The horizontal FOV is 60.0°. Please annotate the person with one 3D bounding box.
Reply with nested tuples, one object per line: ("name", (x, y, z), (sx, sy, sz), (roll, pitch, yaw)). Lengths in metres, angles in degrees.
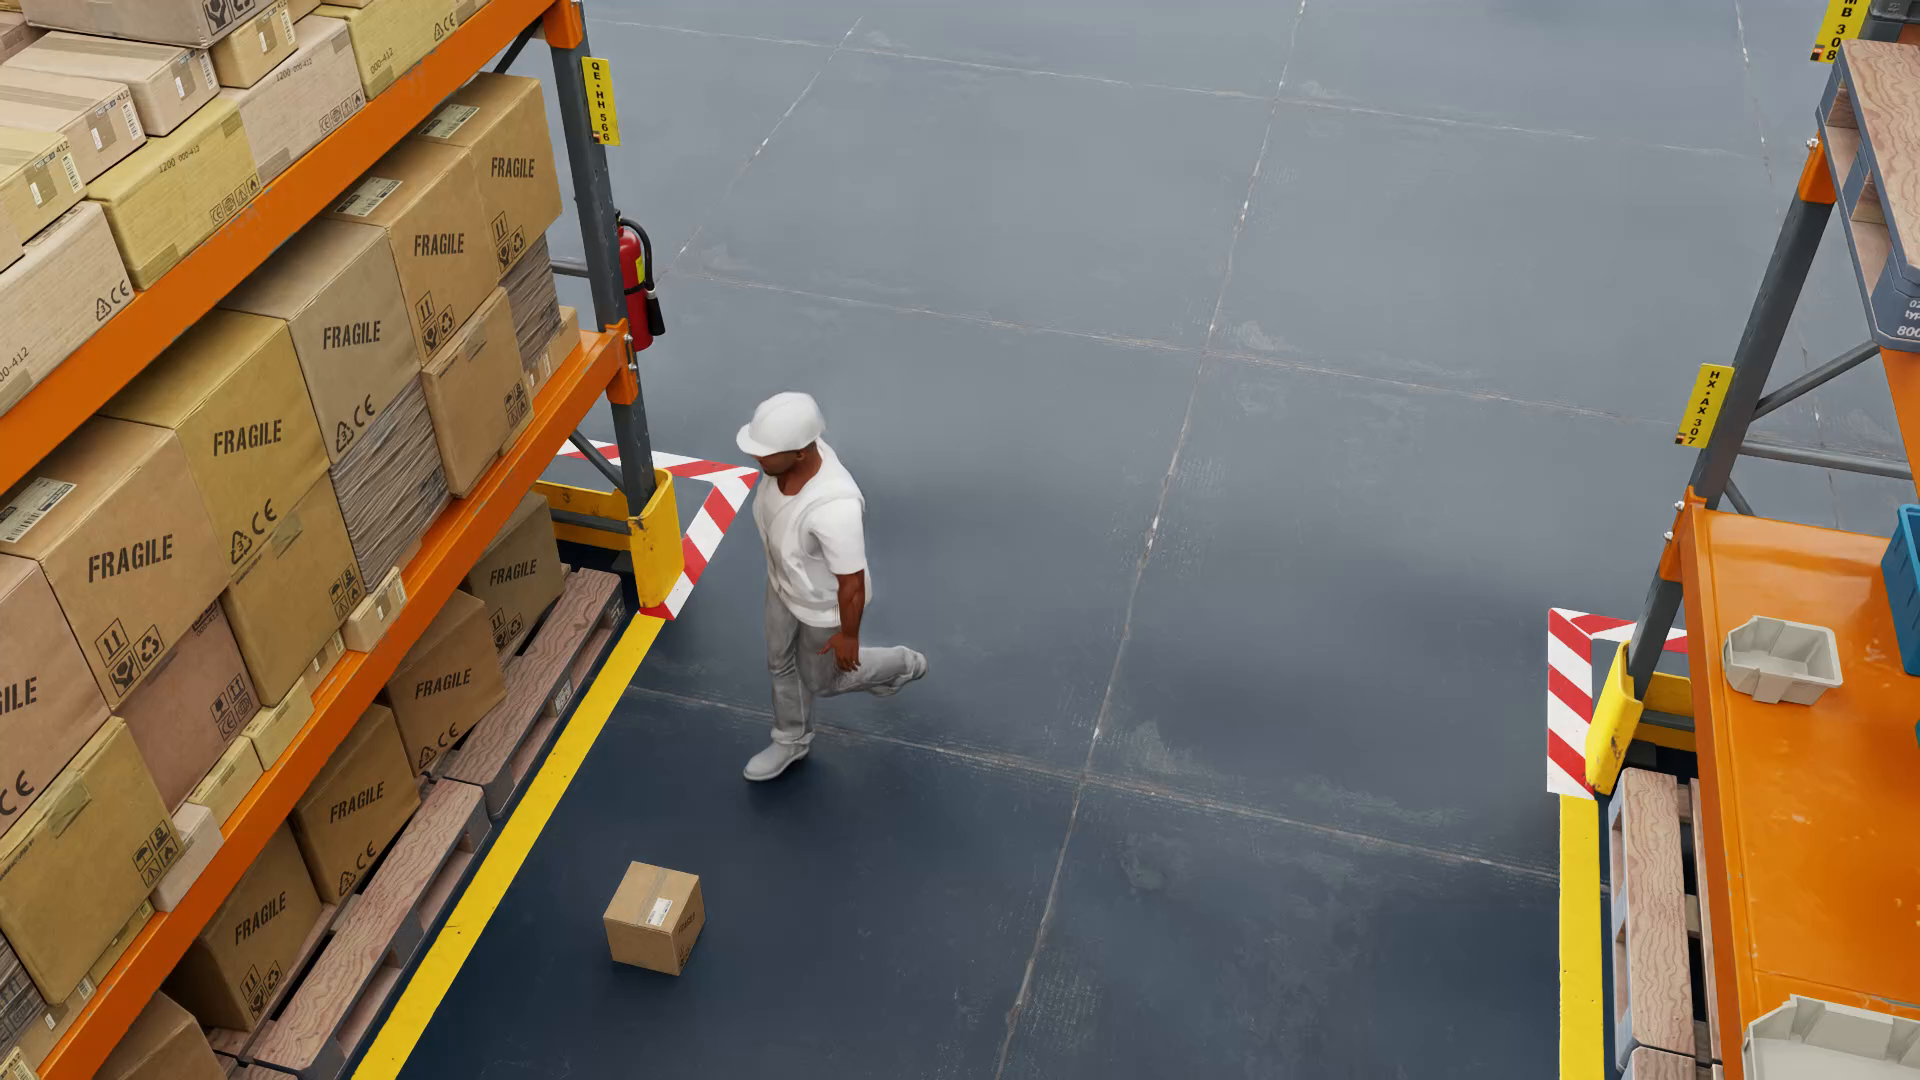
("person", (-0.473, 0.152, 5.962), (0.805, 1.749, 0.642), (-22, 45, -24))
